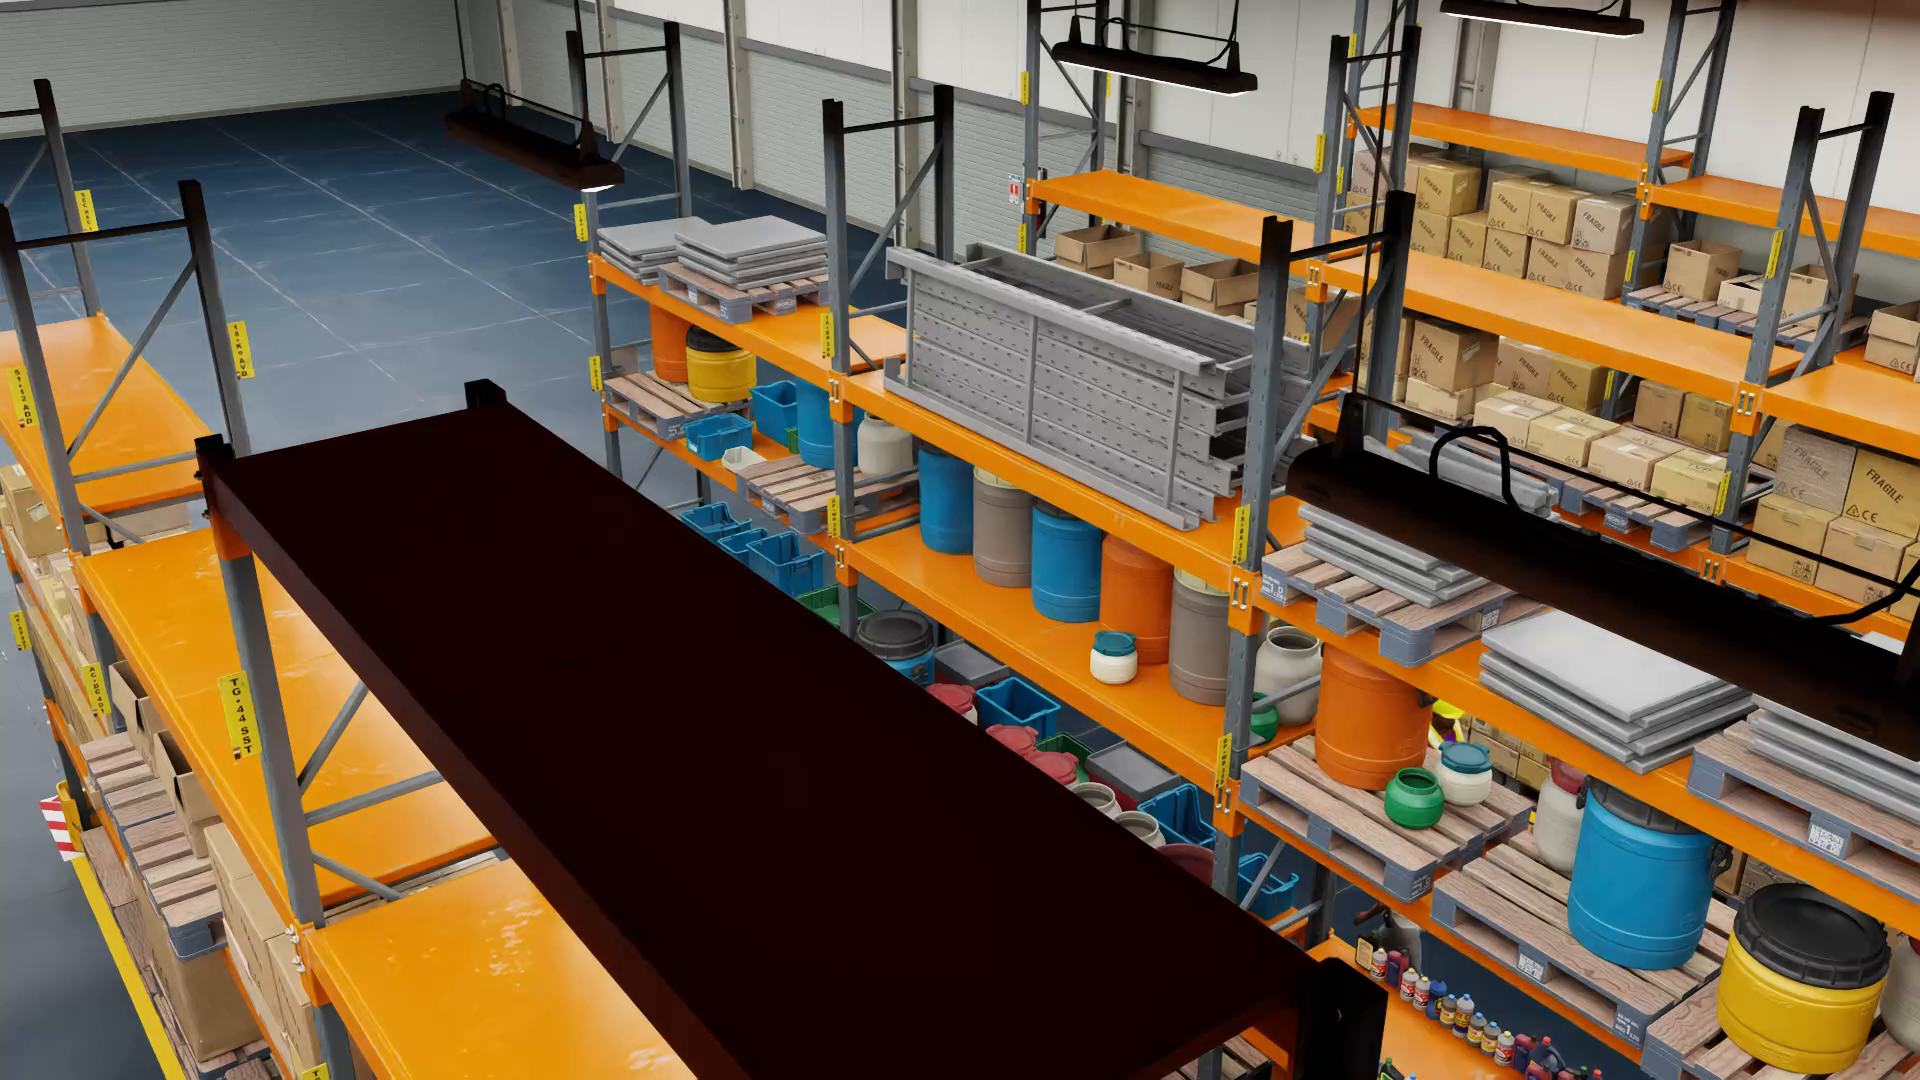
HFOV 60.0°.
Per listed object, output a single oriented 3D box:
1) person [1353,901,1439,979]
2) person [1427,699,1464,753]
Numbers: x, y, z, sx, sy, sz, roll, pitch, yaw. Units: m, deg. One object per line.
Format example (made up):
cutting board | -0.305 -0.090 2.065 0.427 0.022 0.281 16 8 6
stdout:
person | 3.058 2.571 11.432 0.495 1.631 1.033 -19 31 -35
person | 3.595 1.880 12.797 0.607 1.760 0.521 -17 30 -32
